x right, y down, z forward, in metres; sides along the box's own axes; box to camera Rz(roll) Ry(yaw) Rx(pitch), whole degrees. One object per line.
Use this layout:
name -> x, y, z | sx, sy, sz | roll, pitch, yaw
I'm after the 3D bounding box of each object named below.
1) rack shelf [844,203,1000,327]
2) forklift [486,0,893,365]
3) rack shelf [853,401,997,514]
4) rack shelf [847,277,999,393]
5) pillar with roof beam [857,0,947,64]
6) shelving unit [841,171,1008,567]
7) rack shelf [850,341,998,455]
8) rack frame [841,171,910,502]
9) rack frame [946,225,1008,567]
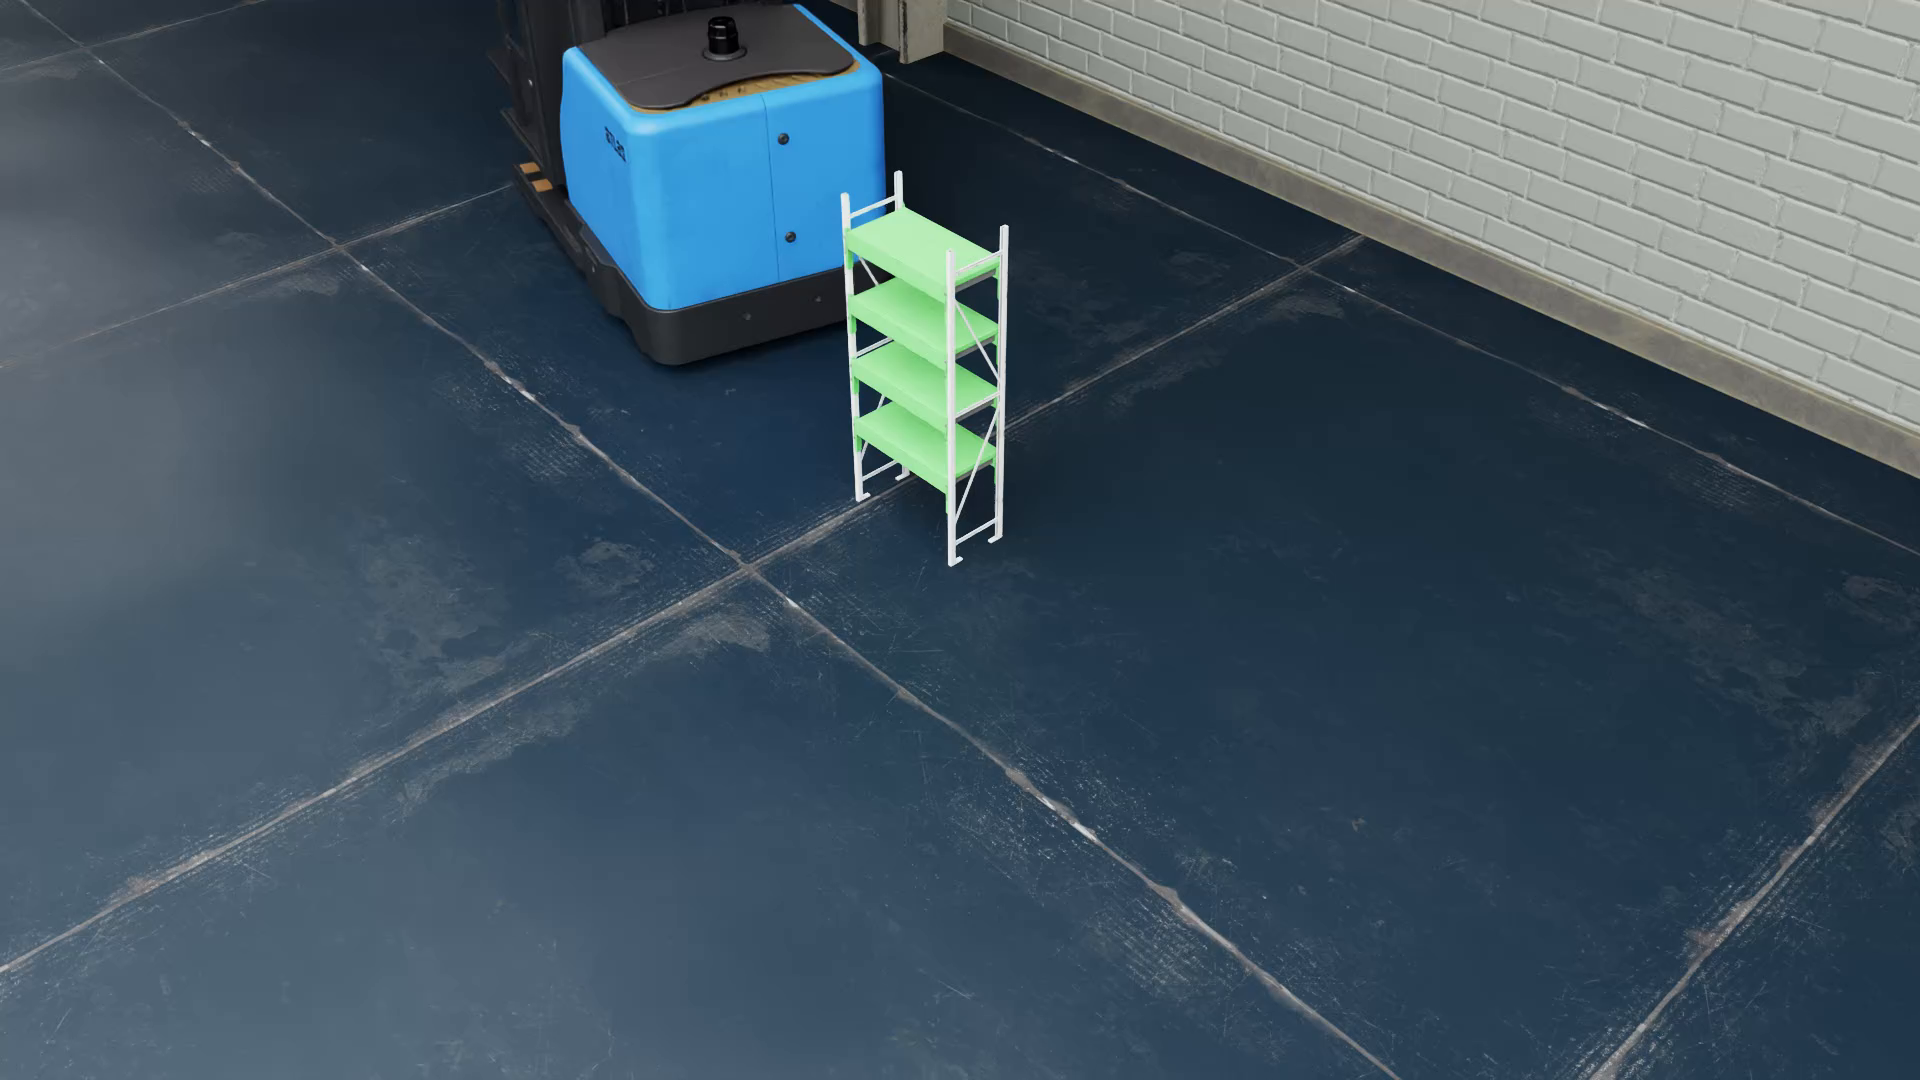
rack shelf -> -0.112, -0.867, 5.206 | 0.258, 0.148, 0.480 | -30, 48, -32
forklift -> -1.413, -2.736, 6.804 | 1.130, 2.935, 3.031 | -19, 42, -21
rack shelf -> -0.112, -0.307, 5.659 | 0.258, 0.148, 0.480 | -30, 48, -32
rack shelf -> -0.112, -0.680, 5.357 | 0.258, 0.148, 0.480 | -30, 48, -32
pillar with roof beam -> -3.482, -4.375, 4.005 | 9.100, 9.000, 0.400 | -30, 48, -32
shelving unit -> -0.112, -0.543, 5.468 | 0.258, 1.200, 0.503 | -30, 48, -32
rack shelf -> -0.112, -0.494, 5.508 | 0.258, 0.148, 0.480 | -30, 48, -32
rack frame -> -0.277, -0.656, 5.608 | 0.240, 1.200, 0.015 | -30, 48, -32
rack frame -> 0.053, -0.430, 5.328 | 0.240, 1.200, 0.015 | -30, 48, -32
